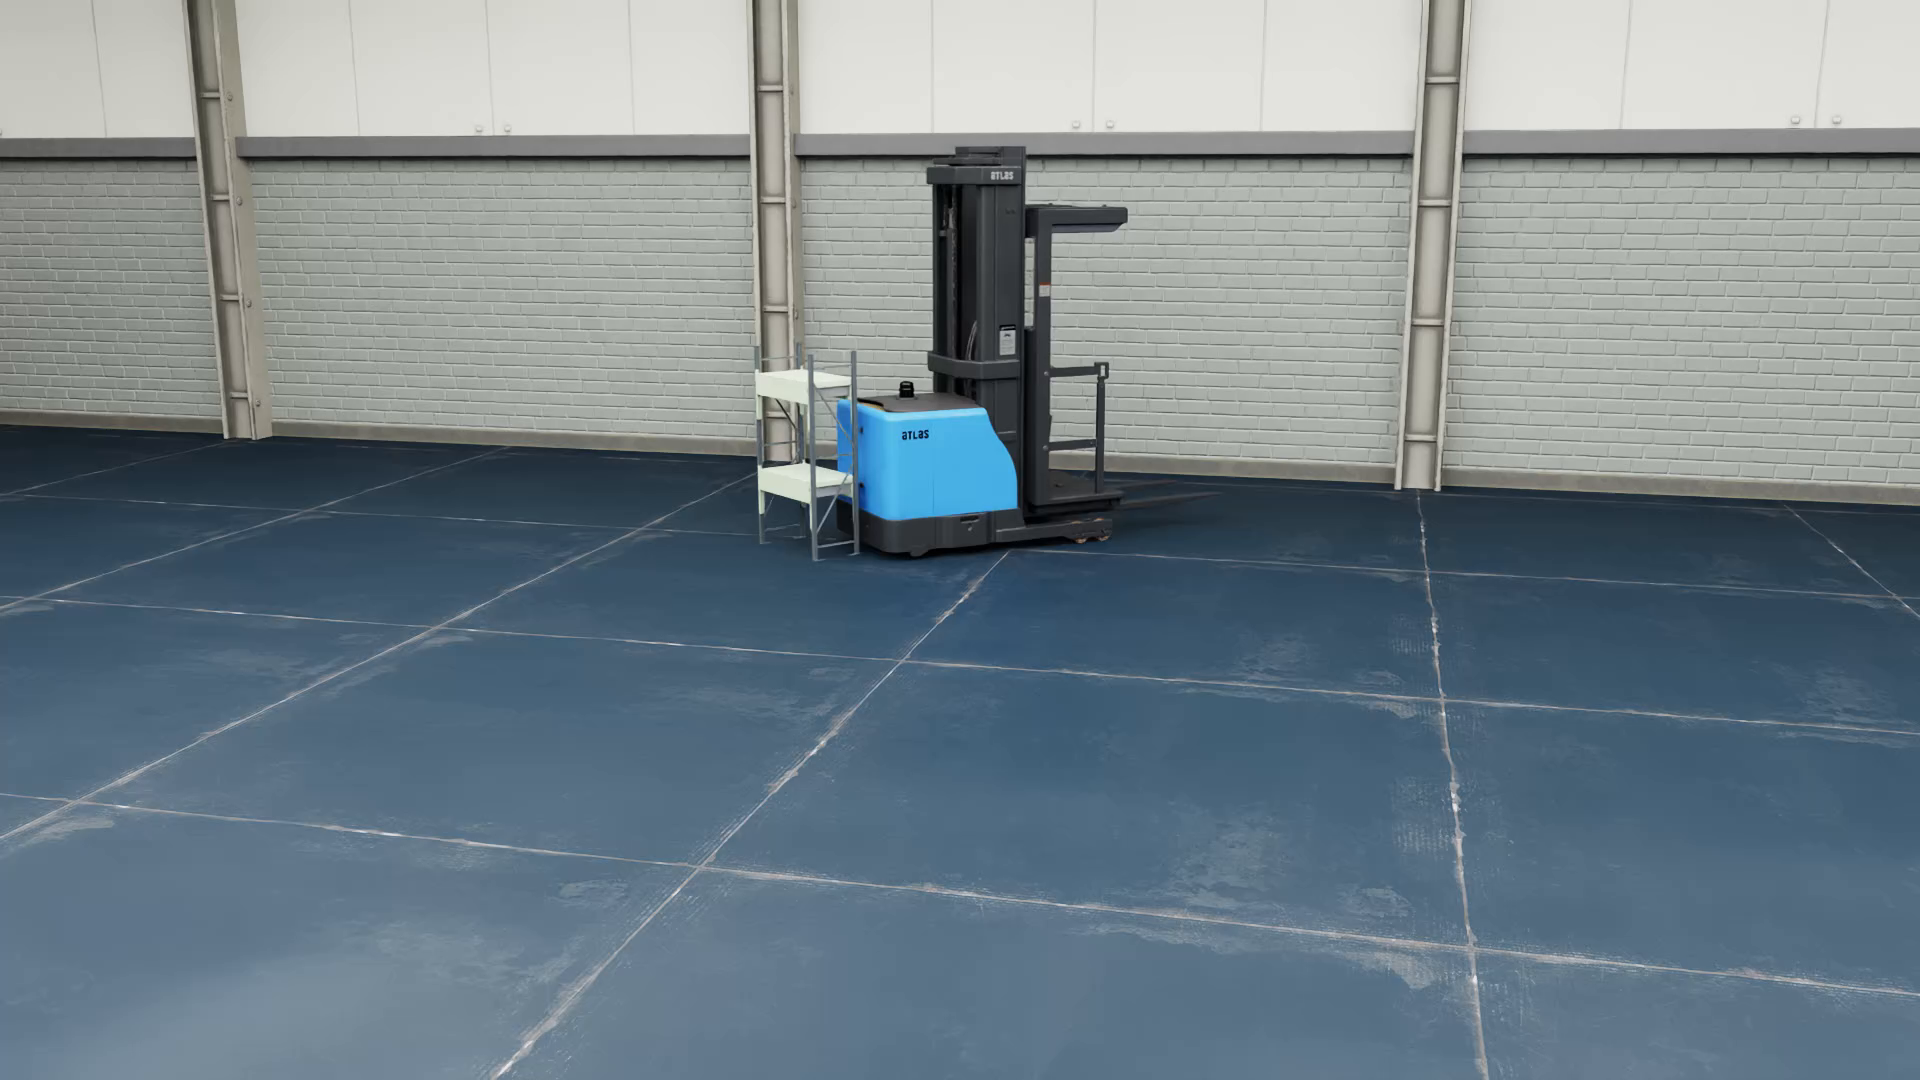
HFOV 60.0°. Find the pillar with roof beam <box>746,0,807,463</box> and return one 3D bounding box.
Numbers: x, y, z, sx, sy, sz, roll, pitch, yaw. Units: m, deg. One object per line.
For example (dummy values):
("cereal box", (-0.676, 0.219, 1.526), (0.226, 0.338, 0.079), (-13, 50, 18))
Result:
("pillar with roof beam", (-2.766, -4.275, 11.225), (0.400, 9.000, 9.100), (3, 13, 14))

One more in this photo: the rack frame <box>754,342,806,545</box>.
("rack frame", (-1.354, -0.725, 12.537), (0.400, 1.500, 0.023), (-10, 16, -37))

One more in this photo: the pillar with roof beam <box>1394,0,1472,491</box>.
("pillar with roof beam", (3.059, -3.963, 9.821), (0.400, 9.000, 9.100), (3, 13, 14))

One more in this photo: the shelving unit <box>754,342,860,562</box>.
("shelving unit", (-1.130, -0.663, 12.255), (0.431, 1.500, 0.755), (-10, 16, -37))

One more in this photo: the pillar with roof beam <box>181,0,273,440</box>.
("pillar with roof beam", (-8.591, -4.586, 12.628), (0.400, 9.000, 9.100), (3, 13, 14))

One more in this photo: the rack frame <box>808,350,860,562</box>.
("rack frame", (-0.906, -0.600, 11.972), (0.400, 1.500, 0.023), (-10, 16, -37))

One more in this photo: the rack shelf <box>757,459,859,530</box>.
("rack shelf", (-1.129, -0.345, 12.326), (0.431, 0.370, 0.720), (-10, 16, -37))

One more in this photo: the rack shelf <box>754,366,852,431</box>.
("rack shelf", (-1.131, -1.044, 12.170), (0.431, 0.370, 0.720), (-10, 16, -37))

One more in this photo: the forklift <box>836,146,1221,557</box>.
("forklift", (0.603, -1.507, 12.758), (3.031, 2.935, 1.130), (-6, 14, -26))
